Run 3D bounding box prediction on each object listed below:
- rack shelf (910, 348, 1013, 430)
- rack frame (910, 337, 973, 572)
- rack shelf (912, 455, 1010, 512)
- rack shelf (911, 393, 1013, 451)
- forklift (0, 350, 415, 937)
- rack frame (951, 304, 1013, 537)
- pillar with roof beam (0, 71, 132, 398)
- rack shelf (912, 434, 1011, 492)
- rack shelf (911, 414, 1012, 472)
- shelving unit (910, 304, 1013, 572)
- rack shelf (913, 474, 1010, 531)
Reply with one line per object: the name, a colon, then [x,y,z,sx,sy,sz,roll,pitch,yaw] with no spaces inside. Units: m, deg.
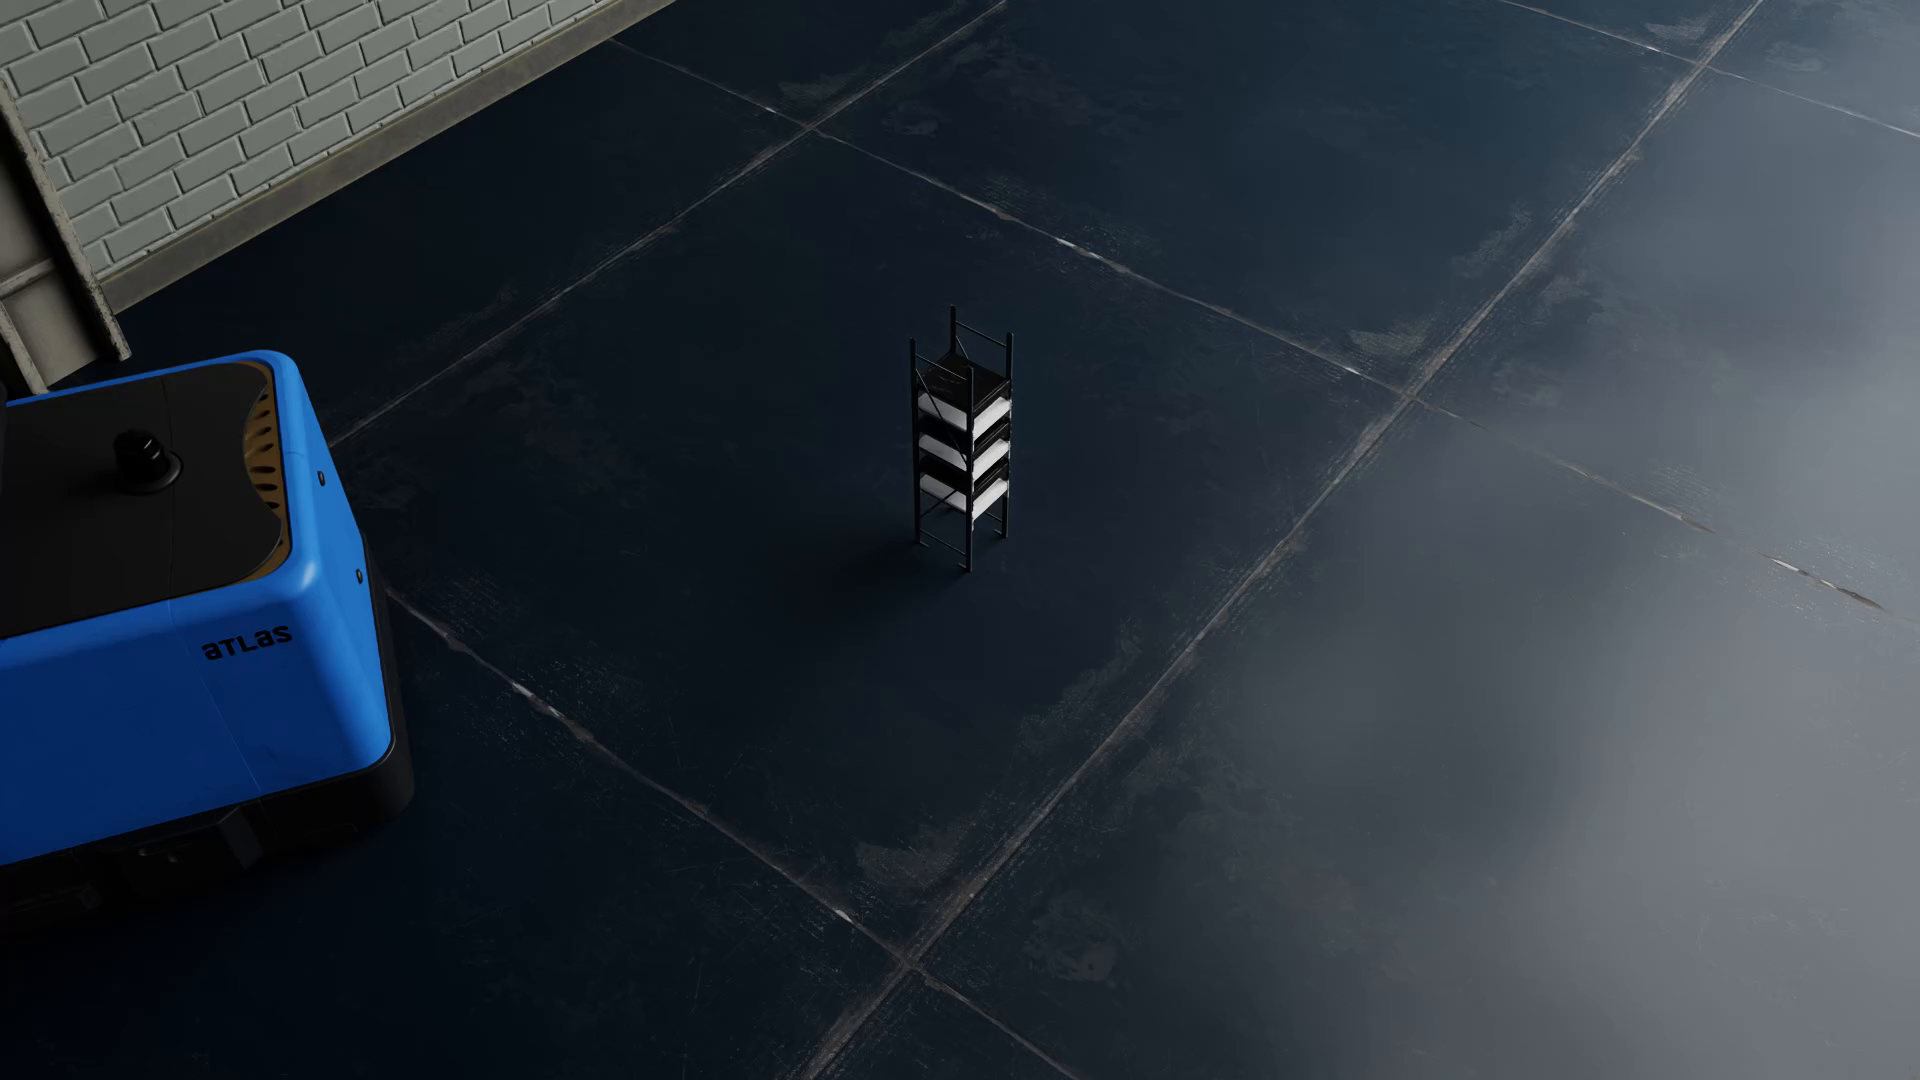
rack shelf: [0.005,-0.479,5.258,0.258,0.077,0.200,29,53,25]
rack frame: [-0.057,-0.257,5.373,0.240,0.900,0.006,29,53,25]
rack shelf: [0.005,-0.230,5.518,0.258,0.077,0.200,29,53,25]
rack shelf: [0.005,-0.417,5.323,0.258,0.077,0.200,29,53,25]
forklift: [-3.192,-0.155,3.871,3.031,2.935,1.130,-14,48,-13]
rack frame: [0.067,-0.374,5.485,0.240,0.900,0.006,29,53,25]
pillar with roof beam: [-0.037,-1.877,1.320,9.100,9.000,0.400,29,53,25]
rack shelf: [0.005,-0.292,5.453,0.258,0.077,0.200,29,53,25]
rack shelf: [0.005,-0.355,5.388,0.258,0.077,0.200,29,53,25]
shelving unit: [0.005,-0.315,5.429,0.258,0.900,0.210,29,53,25]
rack shelf: [0.005,-0.168,5.583,0.258,0.077,0.200,29,53,25]
